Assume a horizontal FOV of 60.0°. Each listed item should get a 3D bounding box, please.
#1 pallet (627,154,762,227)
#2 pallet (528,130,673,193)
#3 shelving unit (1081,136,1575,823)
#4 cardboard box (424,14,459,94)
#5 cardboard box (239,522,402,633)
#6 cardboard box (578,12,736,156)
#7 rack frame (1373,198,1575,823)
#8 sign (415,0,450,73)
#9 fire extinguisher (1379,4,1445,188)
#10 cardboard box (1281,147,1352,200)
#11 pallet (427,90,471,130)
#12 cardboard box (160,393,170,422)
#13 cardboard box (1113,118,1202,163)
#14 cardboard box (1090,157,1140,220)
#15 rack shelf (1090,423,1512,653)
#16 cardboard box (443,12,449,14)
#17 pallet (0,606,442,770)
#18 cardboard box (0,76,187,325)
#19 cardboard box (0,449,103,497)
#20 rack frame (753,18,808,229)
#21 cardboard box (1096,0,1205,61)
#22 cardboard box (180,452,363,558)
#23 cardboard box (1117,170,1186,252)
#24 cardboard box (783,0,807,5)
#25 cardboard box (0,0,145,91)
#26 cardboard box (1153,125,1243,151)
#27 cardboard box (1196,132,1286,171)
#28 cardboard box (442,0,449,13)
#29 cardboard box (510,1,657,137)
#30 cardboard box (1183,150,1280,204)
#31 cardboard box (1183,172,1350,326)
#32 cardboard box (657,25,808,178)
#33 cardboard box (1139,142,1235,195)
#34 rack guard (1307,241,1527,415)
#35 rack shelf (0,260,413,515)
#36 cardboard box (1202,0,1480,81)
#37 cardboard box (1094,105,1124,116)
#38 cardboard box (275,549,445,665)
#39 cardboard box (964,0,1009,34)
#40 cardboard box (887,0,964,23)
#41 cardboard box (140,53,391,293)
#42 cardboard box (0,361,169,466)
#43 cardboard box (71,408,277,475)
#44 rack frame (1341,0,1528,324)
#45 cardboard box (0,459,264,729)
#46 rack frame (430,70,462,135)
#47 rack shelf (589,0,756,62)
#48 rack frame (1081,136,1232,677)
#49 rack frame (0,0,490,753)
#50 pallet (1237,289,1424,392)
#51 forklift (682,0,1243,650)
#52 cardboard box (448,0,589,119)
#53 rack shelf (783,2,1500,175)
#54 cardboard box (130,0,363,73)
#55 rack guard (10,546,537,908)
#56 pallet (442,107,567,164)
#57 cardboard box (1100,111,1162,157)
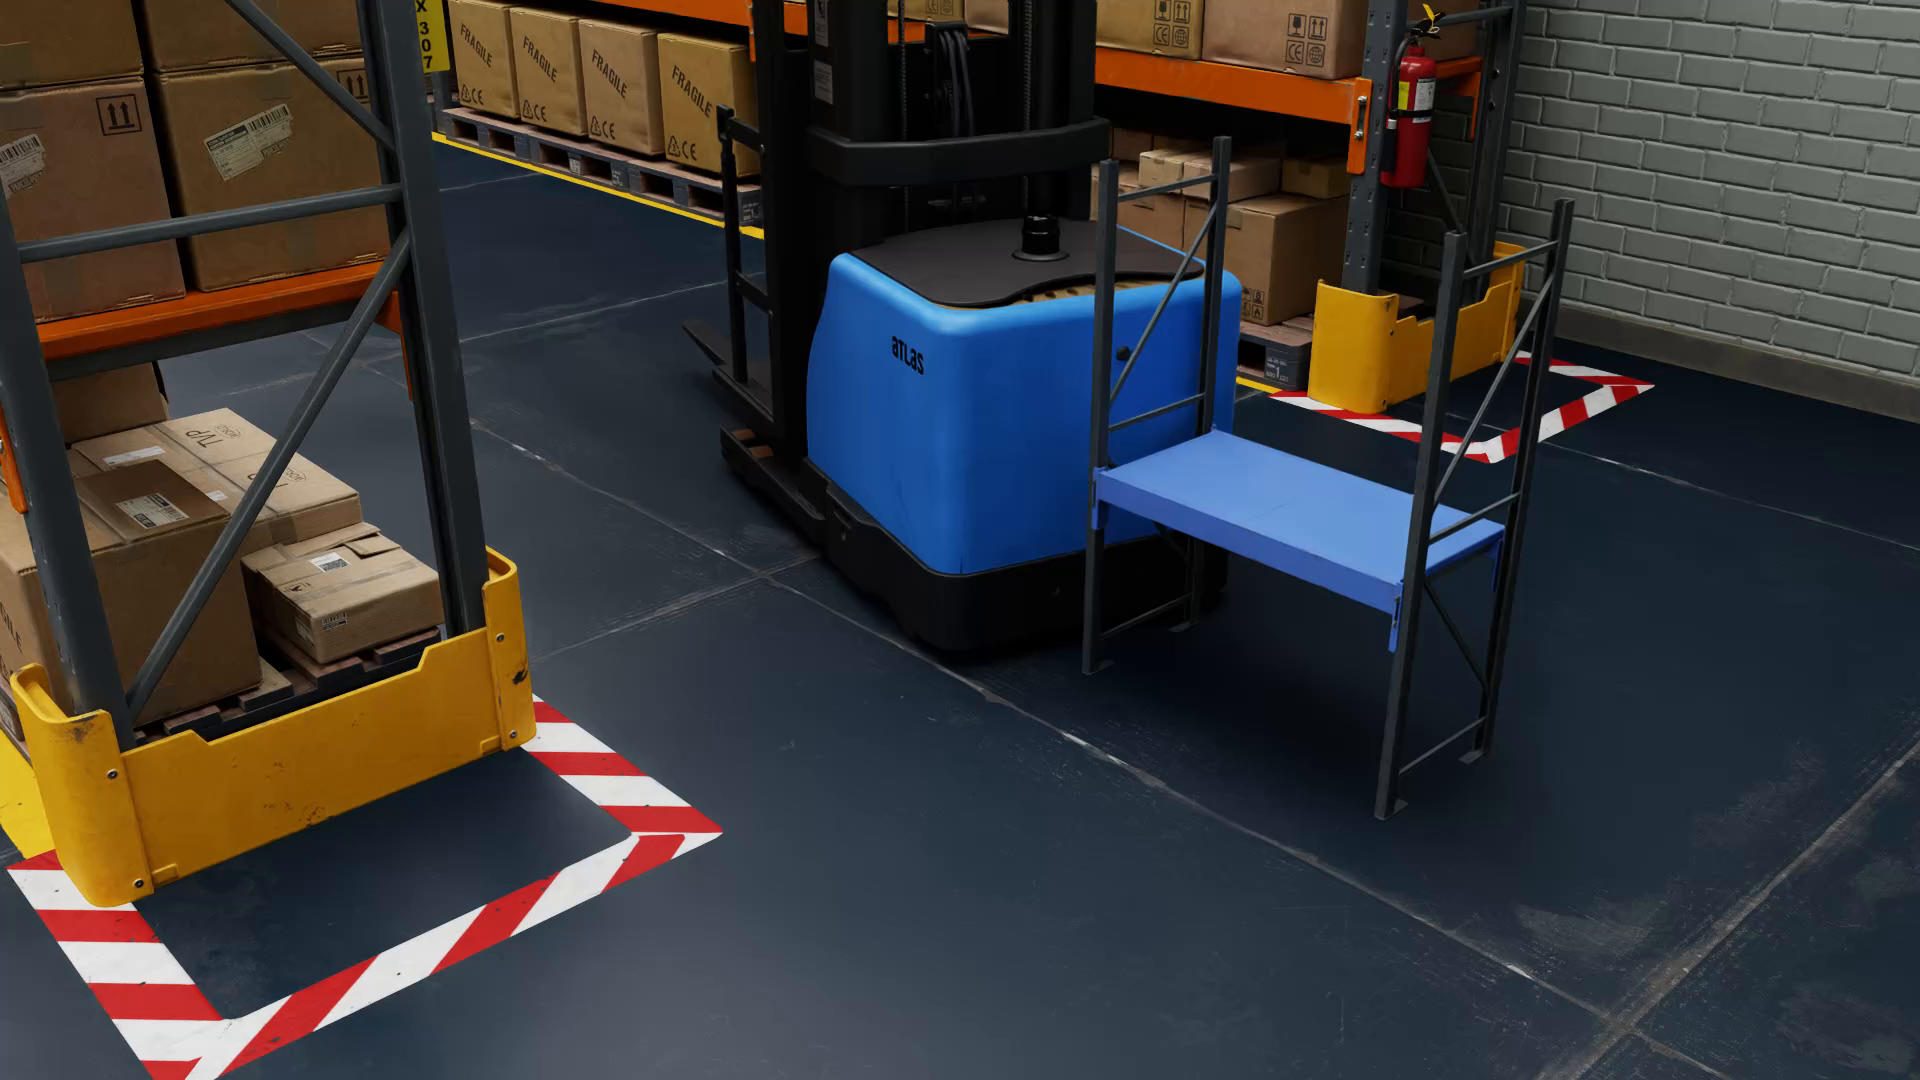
[{"bbox_3d":[-1.335,-2.254,10.436,1.003,0.211,1.213,-21,32,-38],"label":"pallet"},{"bbox_3d":[-2.173,-2.623,11.246,1.003,0.211,1.213,-21,32,-38],"label":"pallet"},{"bbox_3d":[0.896,-0.200,4.382,0.538,1.500,1.048,-21,32,-38],"label":"shelving unit"},{"bbox_3d":[-4.016,-3.788,12.921,0.700,0.500,0.500,-21,32,-38],"label":"cardboard box"},{"bbox_3d":[-1.838,0.097,4.807,0.380,0.166,0.250,-21,32,-38],"label":"cardboard box"},{"bbox_3d":[-1.901,-2.952,10.690,0.750,0.750,0.750,-20,31,-37],"label":"cardboard box"},{"bbox_3d":[1.241,-0.045,4.042,0.500,1.500,0.032,-21,32,-38],"label":"rack frame"},{"bbox_3d":[-1.236,-1.240,3.810,0.100,0.325,0.005,-21,32,-38],"label":"sign"},{"bbox_3d":[1.748,-1.717,6.441,0.296,0.674,0.183,-21,32,-38],"label":"fire extinguisher"},{"bbox_3d":[1.662,-1.650,7.476,0.380,0.149,0.250,-21,32,-38],"label":"cardboard box"},{"bbox_3d":[-4.019,-3.490,13.147,1.003,0.211,1.213,-21,32,-38],"label":"pallet"},{"bbox_3d":[-3.257,-0.561,6.075,0.500,0.311,0.500,-21,32,-38],"label":"cardboard box"},{"bbox_3d":[0.970,-1.956,8.147,0.380,0.149,0.250,-21,32,-38],"label":"cardboard box"},{"bbox_3d":[0.744,-1.639,8.235,0.500,0.500,0.700,23,33,40],"label":"cardboard box"},{"bbox_3d":[0.896,-0.037,4.456,0.538,0.185,1.000,-21,32,-38],"label":"rack shelf"},{"bbox_3d":[-4.284,-3.977,13.336,0.700,0.500,0.500,-21,32,-39],"label":"cardboard box"},{"bbox_3d":[-2.229,0.313,4.810,1.003,0.211,1.213,-21,32,-38],"label":"pallet"},{"bbox_3d":[-2.137,-0.796,3.760,0.500,0.500,0.500,-20,31,-37],"label":"cardboard box"},{"bbox_3d":[-2.811,-0.032,4.989,0.500,0.250,0.500,-21,32,-38],"label":"cardboard box"},{"bbox_3d":[-0.752,-3.310,9.392,1.000,3.000,0.127,-21,32,-38],"label":"rack frame"},{"bbox_3d":[1.120,-2.604,7.482,0.980,0.700,0.700,-22,32,-39],"label":"cardboard box"},{"bbox_3d":[-2.138,-0.038,5.001,0.500,0.250,0.500,-21,32,-38],"label":"cardboard box"},{"bbox_3d":[1.088,-1.487,7.902,0.700,0.500,0.500,-21,32,-39],"label":"cardboard box"},{"bbox_3d":[-0.393,-3.277,8.959,0.980,0.700,0.700,-21,32,-38],"label":"cardboard box"},{"bbox_3d":[-2.137,-1.249,3.549,0.500,0.500,0.500,-22,32,-39],"label":"cardboard box"},{"bbox_3d":[1.144,-1.879,7.979,0.380,0.149,0.250,-21,32,-38],"label":"cardboard box"},{"bbox_3d":[1.315,-1.803,7.812,0.380,0.149,0.250,-21,32,-38],"label":"cardboard box"},{"bbox_3d":[-4.360,-4.320,13.183,0.500,0.250,0.500,-20,32,-38],"label":"cardboard box"},{"bbox_3d":[-2.485,-3.208,11.251,0.750,0.750,0.750,-21,32,-39],"label":"cardboard box"},{"bbox_3d":[1.209,-1.618,7.407,0.380,0.149,0.250,-22,32,-39],"label":"cardboard box"},{"bbox_3d":[1.430,-1.336,7.569,0.700,0.500,0.500,-21,32,-38],"label":"cardboard box"},{"bbox_3d":[-1.291,-2.683,10.101,0.750,0.750,0.750,-21,32,-38],"label":"cardboard box"},{"bbox_3d":[1.034,-1.695,7.576,0.380,0.149,0.250,-20,31,-37],"label":"cardboard box"},{"bbox_3d":[1.998,-0.954,7.238,1.175,0.500,0.348,-21,32,-38],"label":"rack guard"},{"bbox_3d":[-2.999,-0.970,5.130,1.077,0.370,4.000,-21,32,-38],"label":"rack shelf"},{"bbox_3d":[1.626,-2.386,7.005,0.980,0.700,0.700,-20,31,-36],"label":"cardboard box"},{"bbox_3d":[0.621,-2.110,8.485,0.380,0.149,0.250,-22,32,-39],"label":"cardboard box"},{"bbox_3d":[-1.667,0.181,4.644,0.380,0.149,0.250,-21,32,-38],"label":"cardboard box"},{"bbox_3d":[0.606,-2.837,7.994,0.700,0.700,0.980,22,32,39],"label":"cardboard box"},{"bbox_3d":[0.101,-3.055,8.471,0.980,0.700,0.700,-22,33,-40],"label":"cardboard box"},{"bbox_3d":[-1.743,-0.946,4.090,0.500,0.500,0.500,-20,32,-37],"label":"cardboard box"},{"bbox_3d":[-3.078,-0.400,5.491,0.797,0.503,0.637,-21,32,-38],"label":"cardboard box"},{"bbox_3d":[-2.480,-0.189,5.333,0.500,0.250,0.500,-21,32,-38],"label":"cardboard box"},{"bbox_3d":[1.982,-2.098,6.735,1.000,3.000,0.127,-21,32,-38],"label":"rack frame"},{"bbox_3d":[-2.183,0.151,4.288,0.500,0.500,0.500,-21,32,-38],"label":"cardboard box"},{"bbox_3d":[-3.486,-4.522,12.048,1.000,3.000,0.127,-21,32,-38],"label":"rack frame"},{"bbox_3d":[-2.119,-3.589,10.869,1.077,0.370,4.000,-21,32,-38],"label":"rack shelf"},{"bbox_3d":[0.551,-0.355,4.722,0.500,1.500,0.032,-21,32,-38],"label":"rack frame"},{"bbox_3d":[-1.632,-0.692,3.652,1.000,3.000,0.127,-21,32,-38],"label":"rack frame"},{"bbox_3d":[1.378,-1.049,7.796,1.003,0.211,1.213,-21,32,-38],"label":"pallet"},{"bbox_3d":[-0.253,-1.589,5.702,1.130,2.935,3.031,-12,27,-24],"label":"forklift"},{"bbox_3d":[-3.079,-3.475,11.837,0.750,0.750,0.750,-22,32,-39],"label":"cardboard box"},{"bbox_3d":[0.615,-2.377,8.213,1.077,0.370,4.000,-21,32,-38],"label":"rack shelf"},{"bbox_3d":[-1.743,-1.401,3.883,0.500,0.500,0.500,-20,31,-37],"label":"cardboard box"},{"bbox_3d":[-1.684,0.423,4.222,1.175,0.500,0.348,-21,32,-38],"label":"rack guard"},{"bbox_3d":[-3.002,-2.993,12.056,1.003,0.211,1.213,-21,32,-38],"label":"pallet"},{"bbox_3d":[0.794,-2.033,8.317,0.380,0.149,0.250,-21,32,-38],"label":"cardboard box"}]
